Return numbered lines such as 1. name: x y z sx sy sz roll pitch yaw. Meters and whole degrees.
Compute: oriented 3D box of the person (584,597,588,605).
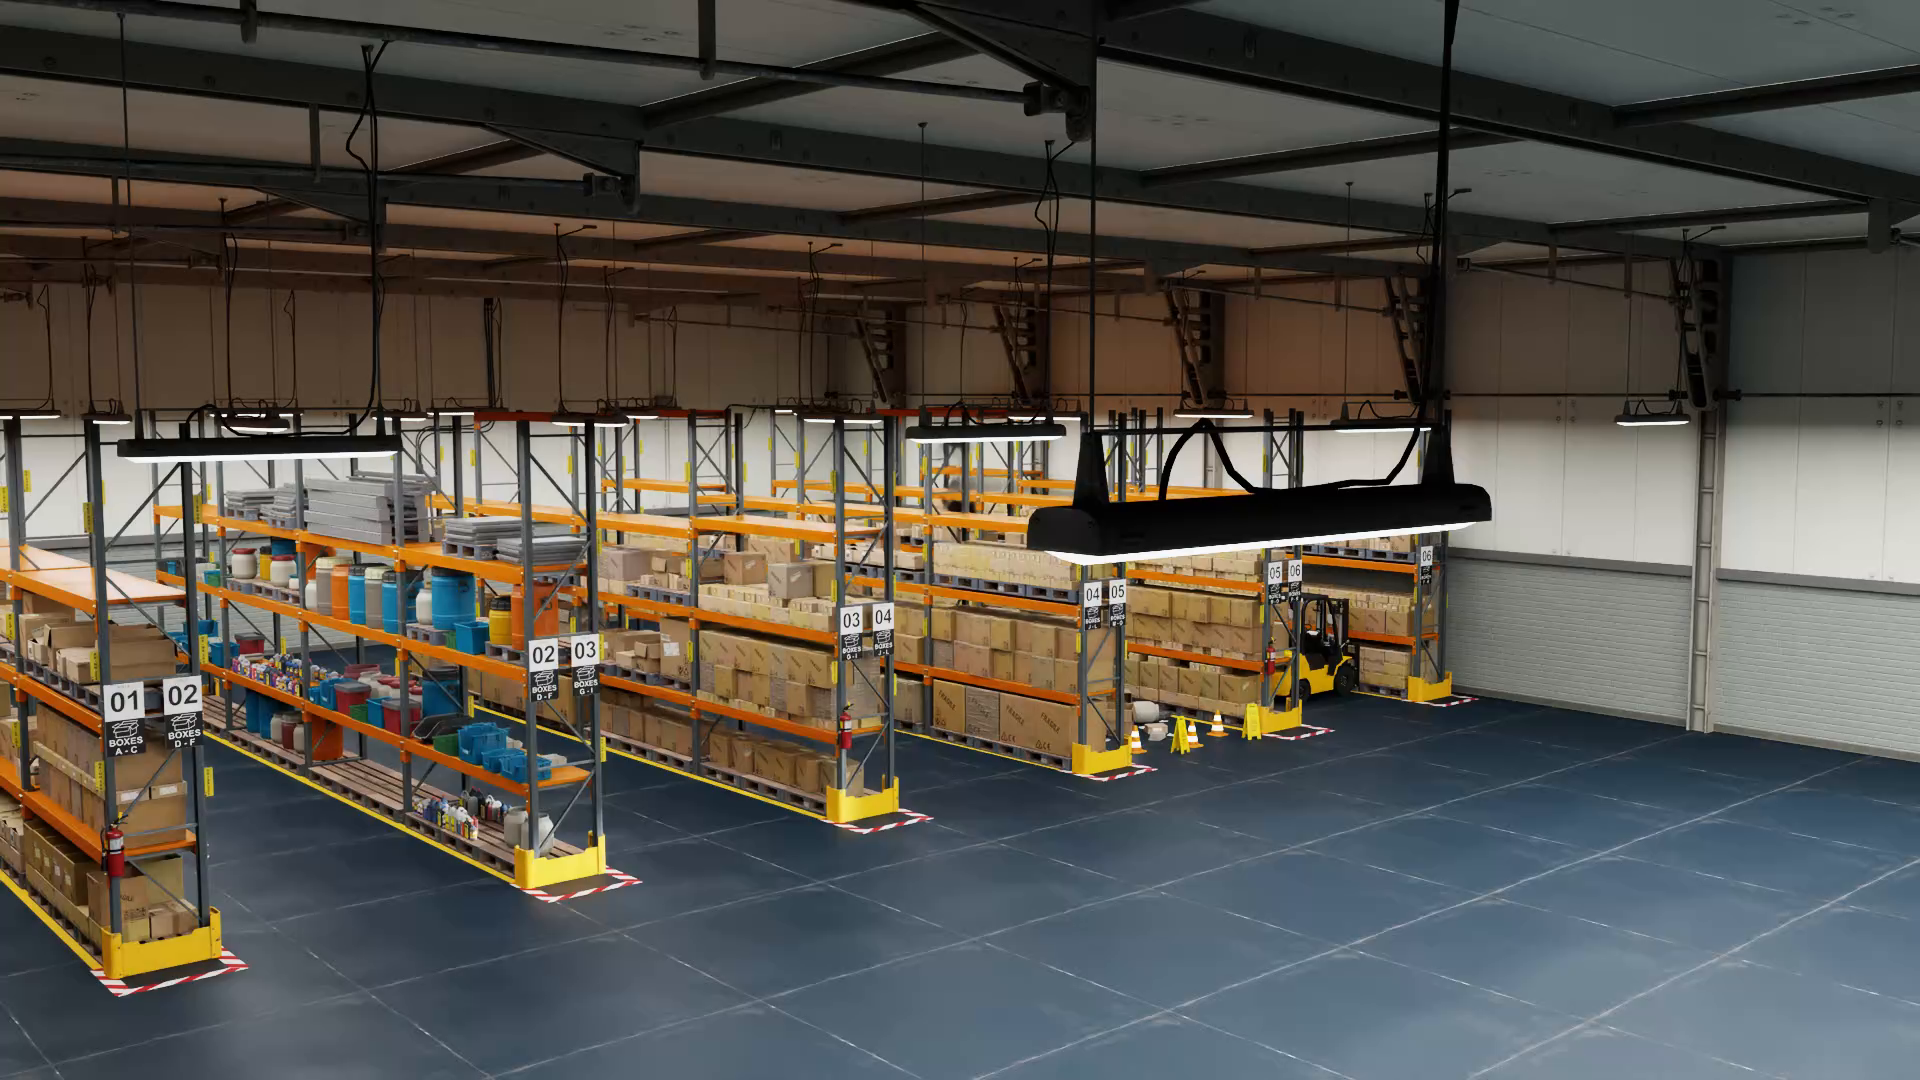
1. person: -8.592 2.114 38.400 0.676 1.689 0.855 -4 7 -41
